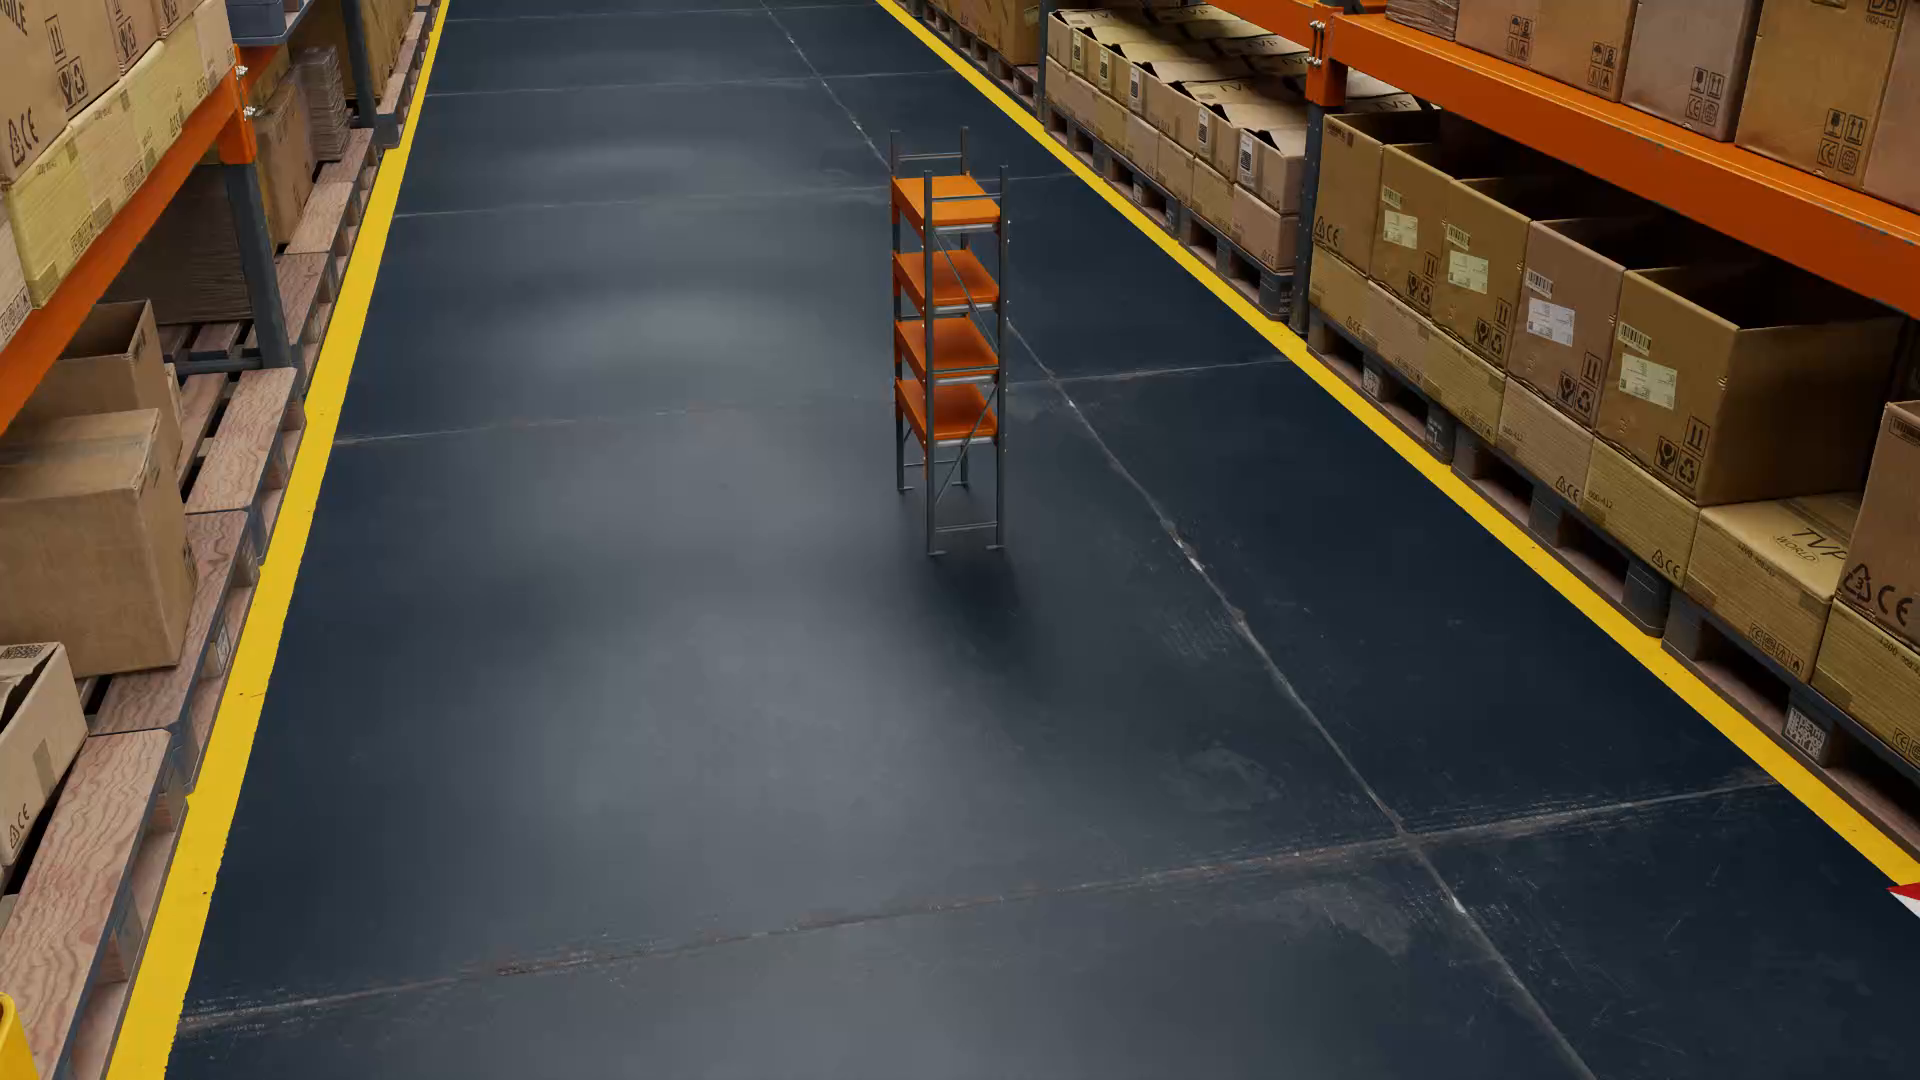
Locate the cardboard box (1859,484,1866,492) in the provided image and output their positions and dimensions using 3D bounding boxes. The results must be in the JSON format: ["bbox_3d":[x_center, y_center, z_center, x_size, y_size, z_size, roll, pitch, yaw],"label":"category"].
[{"bbox_3d":[2.655,-0.162,4.828,0.500,0.250,0.500,-6,27,-12],"label":"cardboard box"}]

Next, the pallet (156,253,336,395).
[{"bbox_3d":[-3.116,-0.853,6.707,1.003,0.211,1.213,-6,27,-12],"label":"pallet"}]

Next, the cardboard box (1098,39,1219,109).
[{"bbox_3d":[1.056,-2.514,8.865,0.500,0.311,0.500,-7,28,-13],"label":"cardboard box"}]

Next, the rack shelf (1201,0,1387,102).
[{"bbox_3d":[1.436,-2.818,8.303,1.077,0.370,4.000,-6,27,-12],"label":"rack shelf"}]

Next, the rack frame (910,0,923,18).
[{"bbox_3d":[0.084,-5.773,13.359,1.000,3.000,0.127,-6,27,-12],"label":"rack frame"}]

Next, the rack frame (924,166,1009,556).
[{"bbox_3d":[0.018,-0.501,4.911,0.240,1.200,0.015,-6,27,-12],"label":"rack frame"}]

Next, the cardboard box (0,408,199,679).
[{"bbox_3d":[-2.351,0.029,4.150,0.700,0.500,0.500,-8,28,-15],"label":"cardboard box"}]

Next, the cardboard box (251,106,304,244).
[{"bbox_3d":[-3.362,-1.608,7.394,0.700,0.500,0.500,-6,27,-11],"label":"cardboard box"}]

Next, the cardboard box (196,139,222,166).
[{"bbox_3d":[-3.223,-1.686,6.716,0.500,0.250,0.500,-7,28,-13],"label":"cardboard box"}]

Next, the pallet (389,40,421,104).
[{"bbox_3d":[-4.216,-3.156,11.269,1.003,0.211,1.213,-6,27,-12],"label":"pallet"}]

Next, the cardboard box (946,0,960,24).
[{"bbox_3d":[0.192,-4.164,12.456,0.500,0.500,0.500,-6,27,-11],"label":"cardboard box"}]

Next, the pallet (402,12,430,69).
[{"bbox_3d":[-4.494,-3.693,12.332,1.003,0.211,1.213,-6,27,-12],"label":"pallet"}]

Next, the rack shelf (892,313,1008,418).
[{"bbox_3d":[-0.037,-0.548,5.154,0.258,0.148,0.480,-6,27,-12],"label":"rack shelf"}]

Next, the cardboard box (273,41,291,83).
[{"bbox_3d":[-3.560,-2.361,8.052,0.500,0.250,0.500,-5,27,-11],"label":"cardboard box"}]

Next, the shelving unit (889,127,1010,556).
[{"bbox_3d":[-0.037,-0.608,5.124,0.258,1.200,0.503,-6,27,-12],"label":"shelving unit"}]

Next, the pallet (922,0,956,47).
[{"bbox_3d":[0.304,-4.175,13.288,1.003,0.211,1.213,-6,27,-12],"label":"pallet"}]

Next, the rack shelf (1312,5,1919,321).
[{"bbox_3d":[2.337,-1.062,4.824,1.077,0.370,4.000,-6,27,-12],"label":"rack shelf"}]

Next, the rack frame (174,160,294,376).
[{"bbox_3d":[-2.939,-1.757,5.402,1.000,3.000,0.127,-6,27,-12],"label":"rack frame"}]

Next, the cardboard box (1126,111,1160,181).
[{"bbox_3d":[1.169,-2.044,8.557,0.500,0.250,0.500,-5,27,-11],"label":"cardboard box"}]

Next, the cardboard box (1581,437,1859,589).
[{"bbox_3d":[2.141,-0.108,4.721,0.500,0.250,0.500,-6,27,-12],"label":"cardboard box"}]

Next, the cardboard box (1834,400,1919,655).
[{"bbox_3d":[2.377,-0.005,3.685,0.500,0.500,0.500,-6,27,-12],"label":"cardboard box"}]

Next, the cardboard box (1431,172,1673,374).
[{"bbox_3d":[1.912,-0.882,5.421,0.500,0.500,0.500,-6,27,-12],"label":"cardboard box"}]

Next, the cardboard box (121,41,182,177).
[{"bbox_3d":[-2.304,-1.083,4.210,0.500,0.250,0.500,-6,27,-12],"label":"cardboard box"}]

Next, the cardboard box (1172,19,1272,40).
[{"bbox_3d":[1.467,-2.795,9.422,0.500,0.311,0.500,-6,27,-12],"label":"cardboard box"}]

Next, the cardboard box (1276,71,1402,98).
[{"bbox_3d":[1.811,-2.126,8.096,0.500,0.311,0.500,-7,28,-13],"label":"cardboard box"}]

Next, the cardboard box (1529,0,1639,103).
[{"bbox_3d":[2.227,-1.660,5.100,0.700,0.500,0.500,-6,27,-11],"label":"cardboard box"}]

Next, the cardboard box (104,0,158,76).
[{"bbox_3d":[-2.310,-1.417,4.040,0.500,0.500,0.500,-7,28,-13],"label":"cardboard box"}]

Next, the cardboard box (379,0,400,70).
[{"bbox_3d":[-4.069,-3.462,10.700,0.750,0.750,0.750,-6,27,-12],"label":"cardboard box"}]

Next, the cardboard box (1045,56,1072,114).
[{"bbox_3d":[0.817,-2.718,9.891,0.500,0.250,0.500,-6,27,-12],"label":"cardboard box"}]

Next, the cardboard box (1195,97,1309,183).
[{"bbox_3d":[1.393,-1.848,7.546,0.500,0.311,0.500,-5,27,-10],"label":"cardboard box"}]

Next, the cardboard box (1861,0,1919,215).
[{"bbox_3d":[2.572,-0.986,3.764,0.700,0.500,0.500,-5,27,-10],"label":"cardboard box"}]

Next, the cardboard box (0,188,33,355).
[{"bbox_3d":[-1.969,-0.416,2.889,0.500,0.250,0.500,-7,28,-13],"label":"cardboard box"}]

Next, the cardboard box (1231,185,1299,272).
[{"bbox_3d":[1.511,-1.374,7.229,0.500,0.250,0.500,-6,27,-12],"label":"cardboard box"}]

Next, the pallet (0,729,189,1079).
[{"bbox_3d":[-2.203,0.851,3.331,1.003,0.211,1.213,-6,27,-12],"label":"pallet"}]

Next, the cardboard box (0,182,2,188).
[{"bbox_3d":[-1.954,-0.736,2.690,0.500,0.500,0.500,-6,27,-11],"label":"cardboard box"}]

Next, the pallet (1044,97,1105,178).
[{"bbox_3d":[1.133,-2.407,9.785,1.003,0.211,1.213,-6,27,-12],"label":"pallet"}]

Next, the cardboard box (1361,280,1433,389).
[{"bbox_3d":[1.803,-0.767,6.026,0.500,0.250,0.500,-6,27,-12],"label":"cardboard box"}]

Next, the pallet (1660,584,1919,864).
[{"bbox_3d":[2.575,0.408,4.207,1.003,0.211,1.213,-6,27,-12],"label":"pallet"}]

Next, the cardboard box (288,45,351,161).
[{"bbox_3d":[-3.627,-2.282,8.729,0.700,0.500,0.500,-6,27,-11],"label":"cardboard box"}]

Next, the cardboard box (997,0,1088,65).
[{"bbox_3d":[0.546,-3.485,11.111,0.500,0.500,0.500,-5,27,-10],"label":"cardboard box"}]

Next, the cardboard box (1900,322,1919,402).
[{"bbox_3d":[2.769,-0.277,4.224,0.500,0.500,0.500,-6,27,-12],"label":"cardboard box"}]
